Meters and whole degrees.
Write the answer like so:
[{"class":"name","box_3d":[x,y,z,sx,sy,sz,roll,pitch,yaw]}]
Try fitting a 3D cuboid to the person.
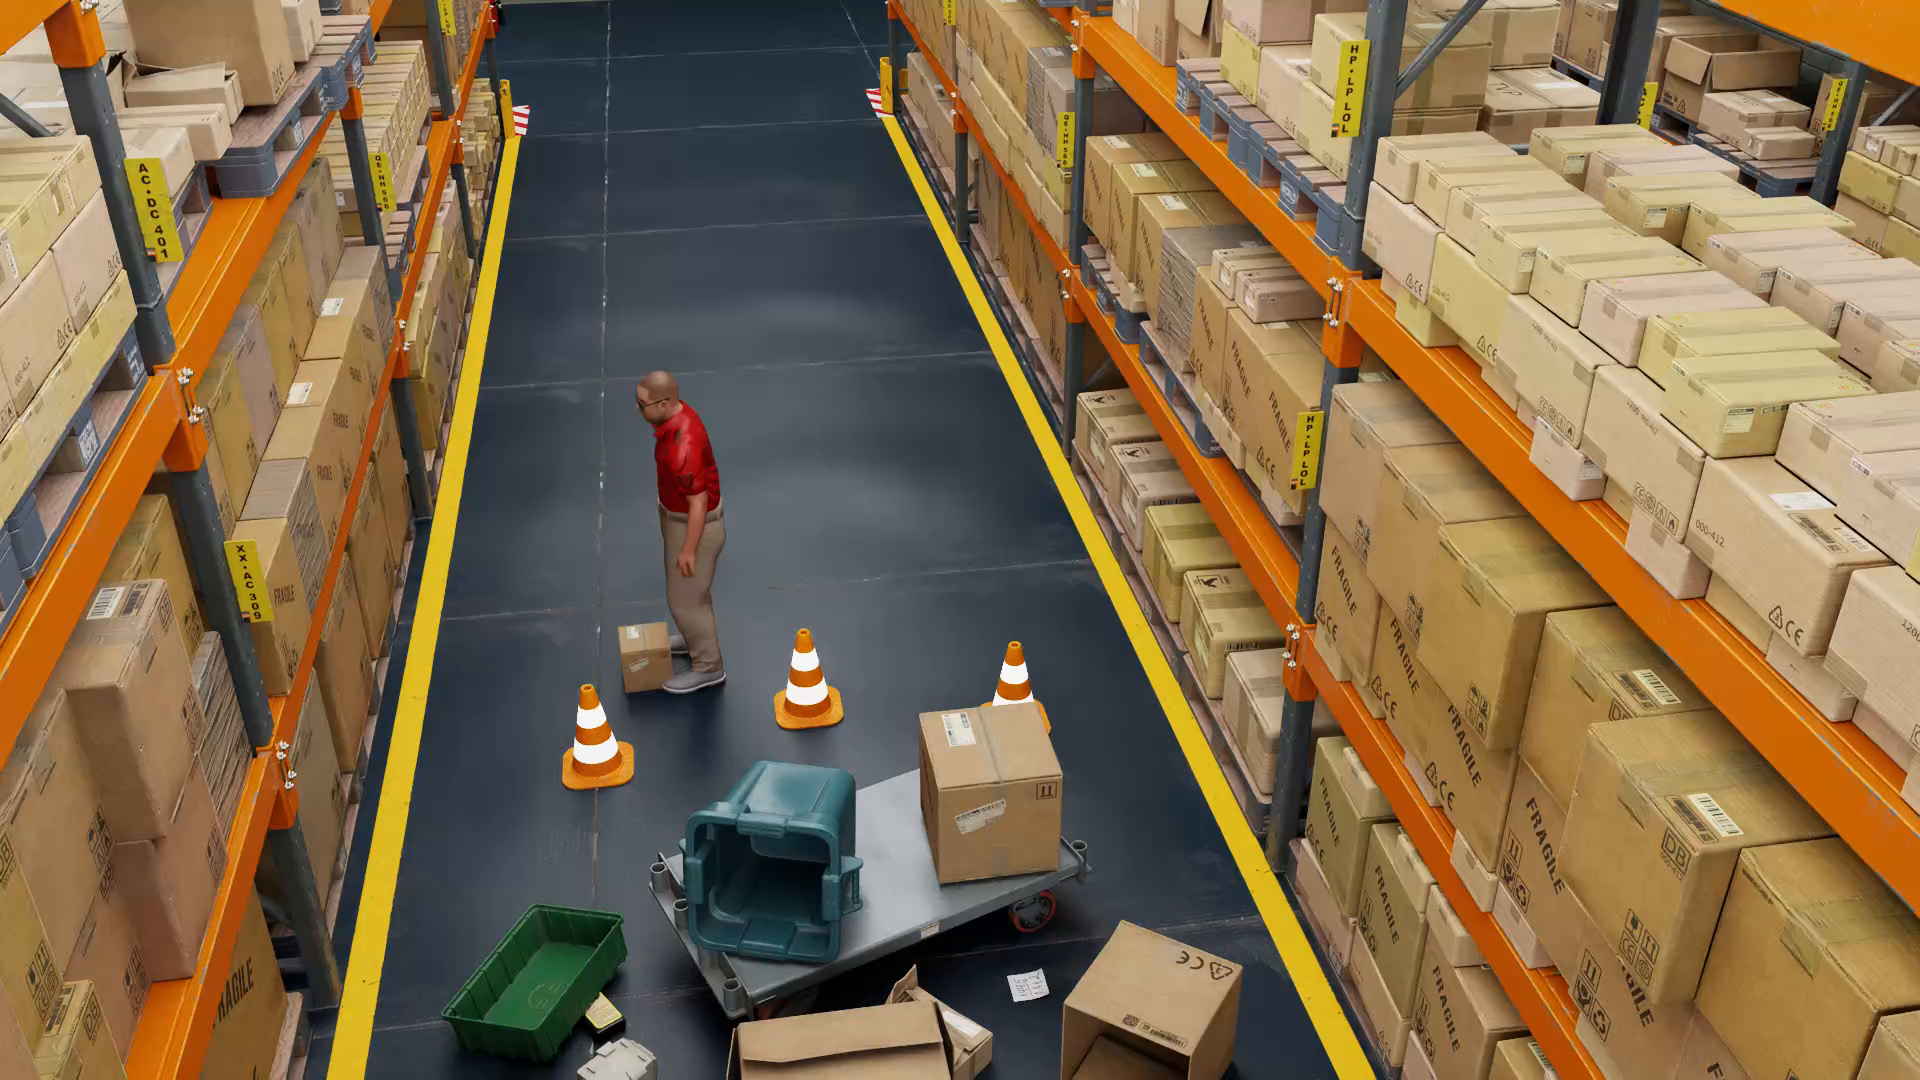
[{"class":"person","box_3d":[-1.367,-0.062,8.251,0.393,1.725,0.594,-7,31,-11]}]
